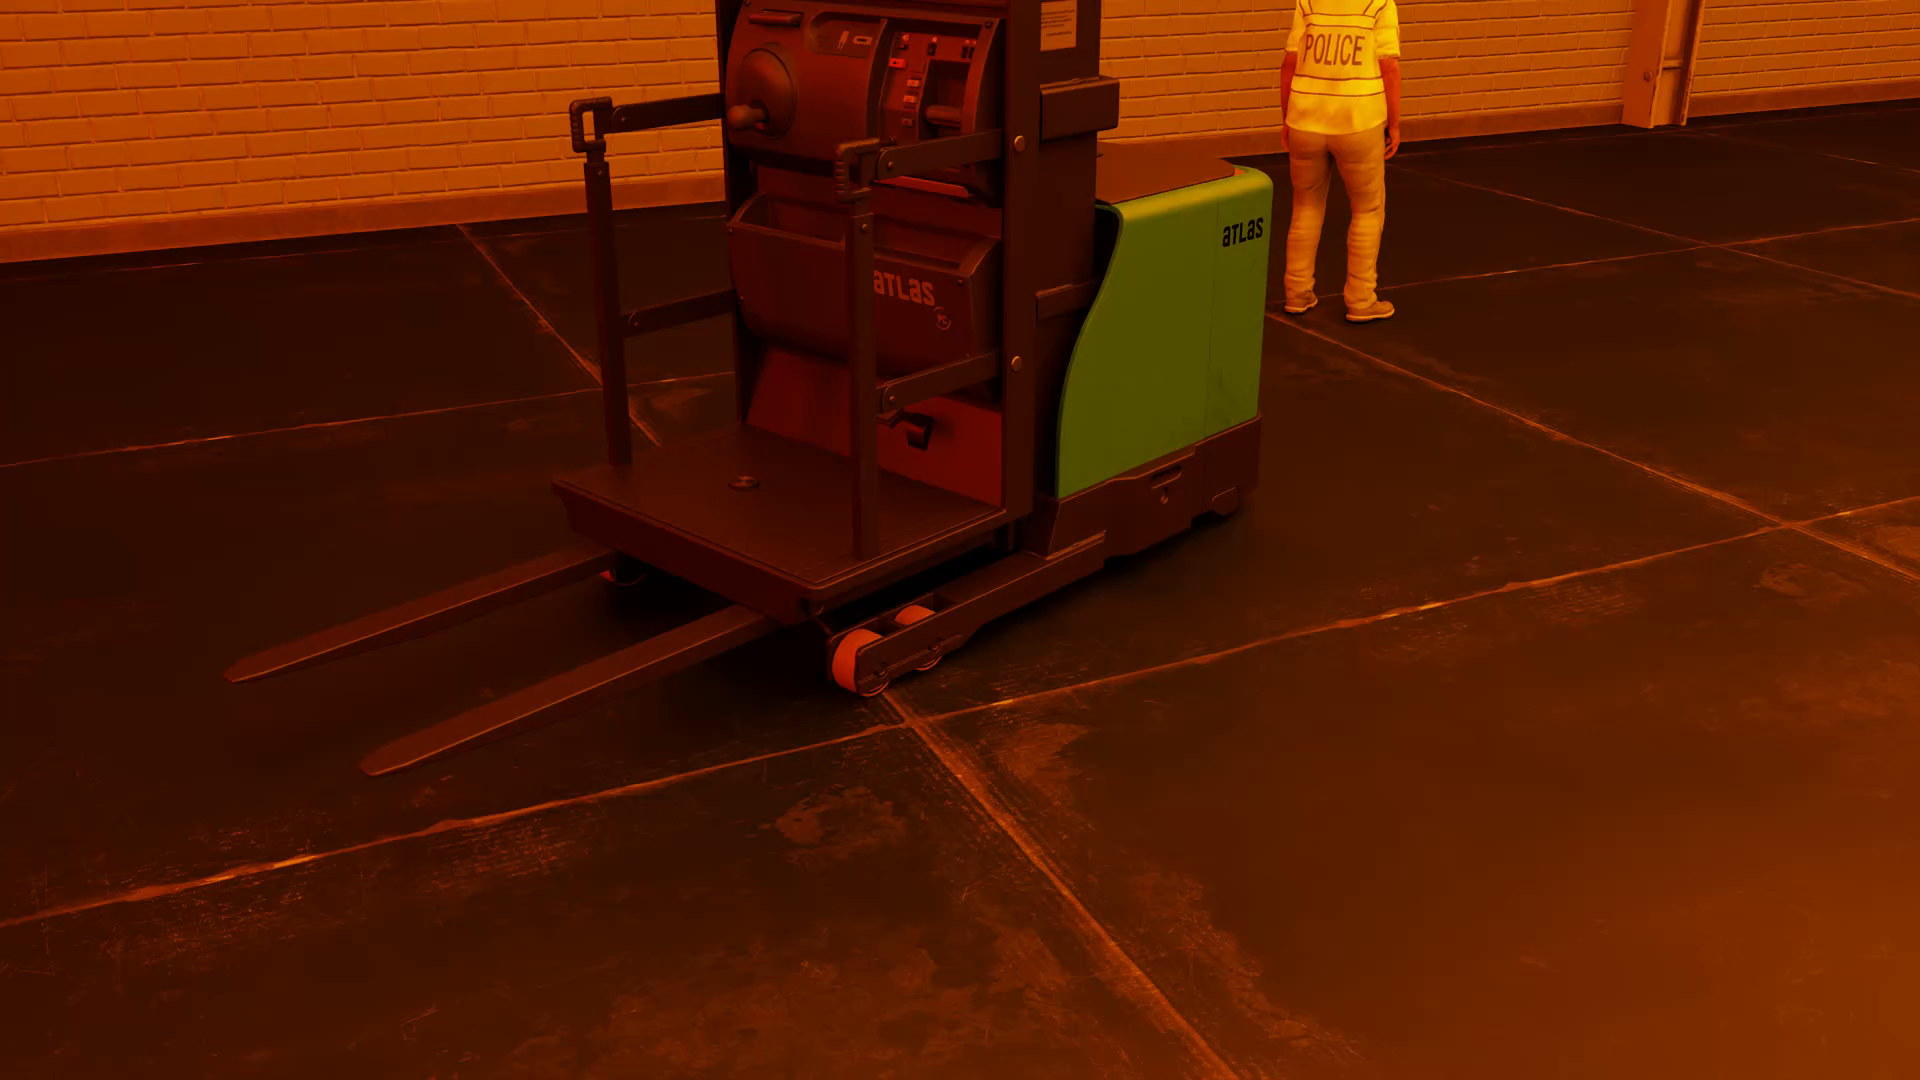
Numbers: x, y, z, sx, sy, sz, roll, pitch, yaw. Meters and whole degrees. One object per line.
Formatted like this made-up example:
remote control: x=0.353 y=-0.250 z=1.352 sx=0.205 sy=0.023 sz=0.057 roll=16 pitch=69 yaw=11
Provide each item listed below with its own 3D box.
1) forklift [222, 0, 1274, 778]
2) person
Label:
forklift: x=-0.413 y=-1.182 z=4.131 sx=1.130 sy=2.935 sz=3.031 roll=19 pitch=29 yaw=39
person: x=1.681 y=-1.811 z=7.297 sx=0.565 sy=1.667 sz=0.465 roll=13 pitch=26 yaw=28
